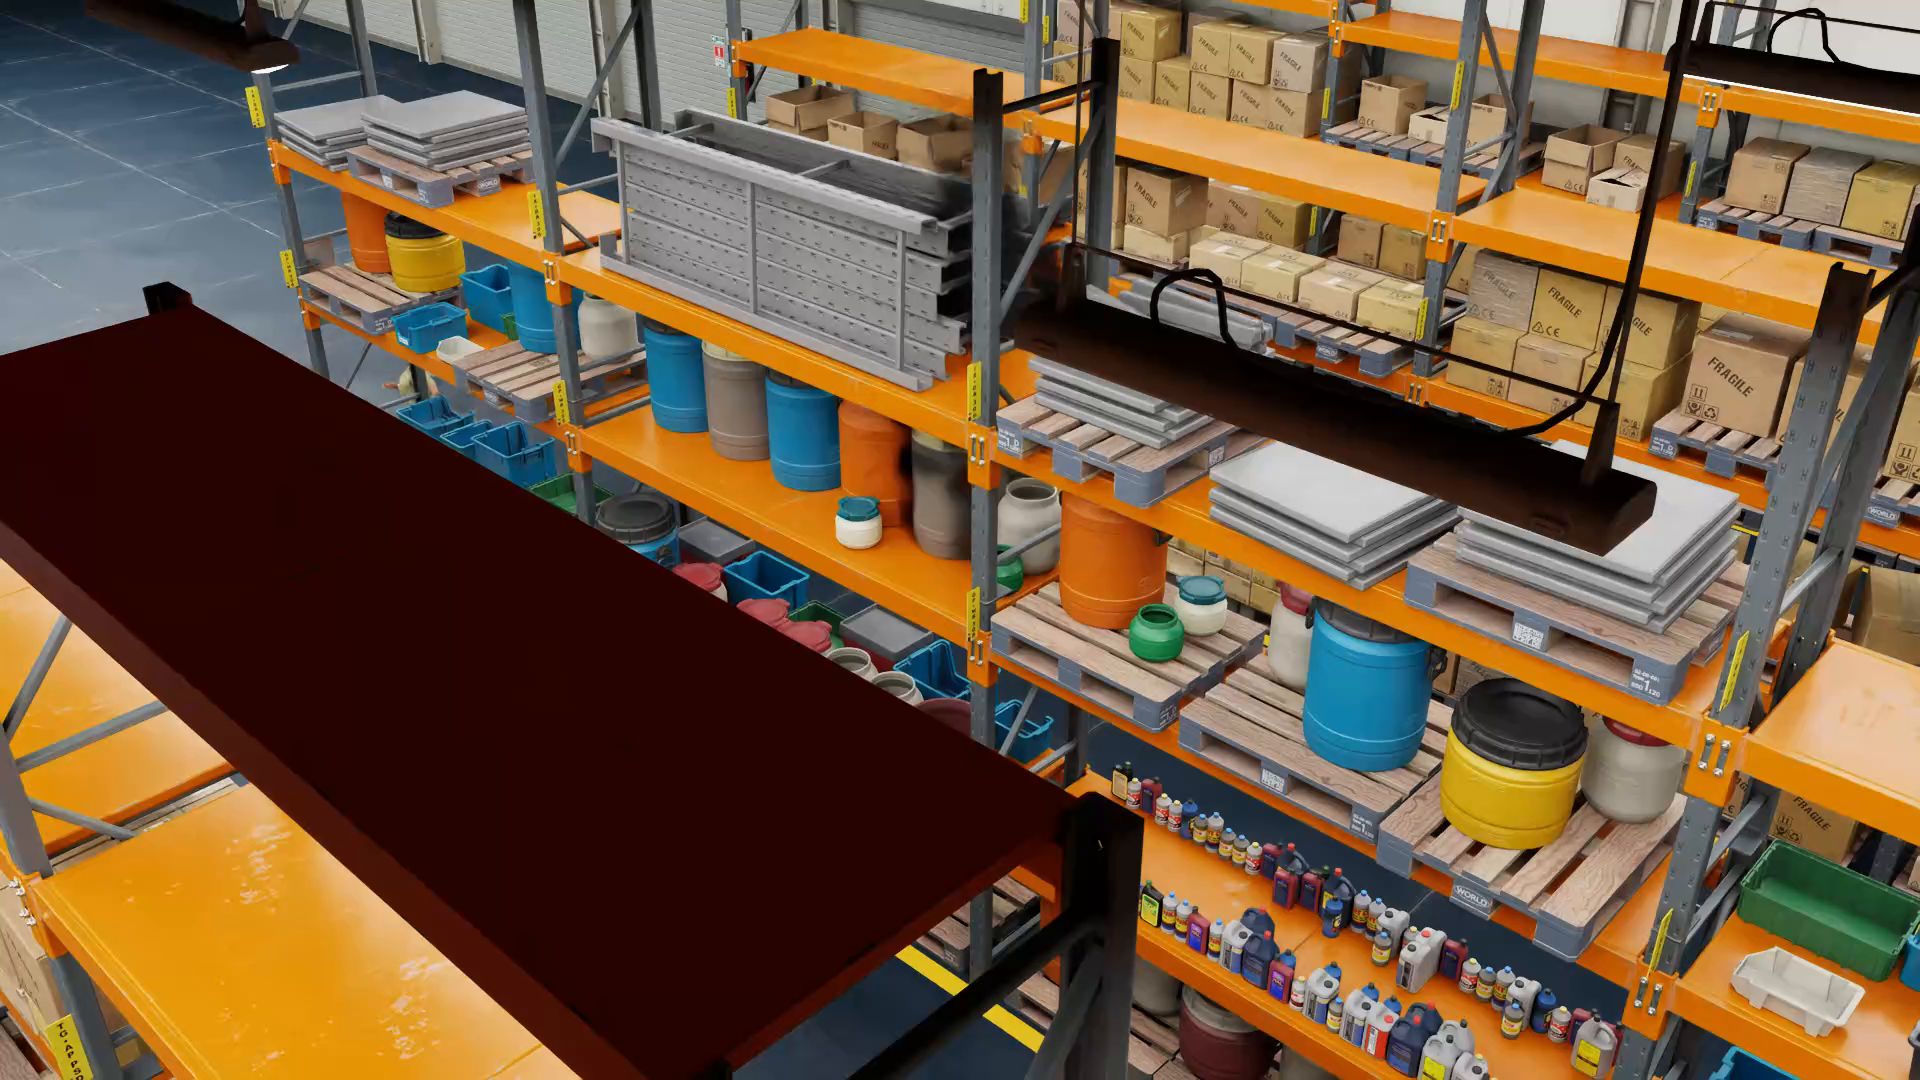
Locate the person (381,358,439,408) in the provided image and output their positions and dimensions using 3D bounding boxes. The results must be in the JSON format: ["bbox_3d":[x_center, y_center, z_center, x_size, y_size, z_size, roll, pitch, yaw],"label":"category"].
[{"bbox_3d":[-5.390,-1.219,16.664,0.882,1.698,0.572,-3,30,-5],"label":"person"}]
